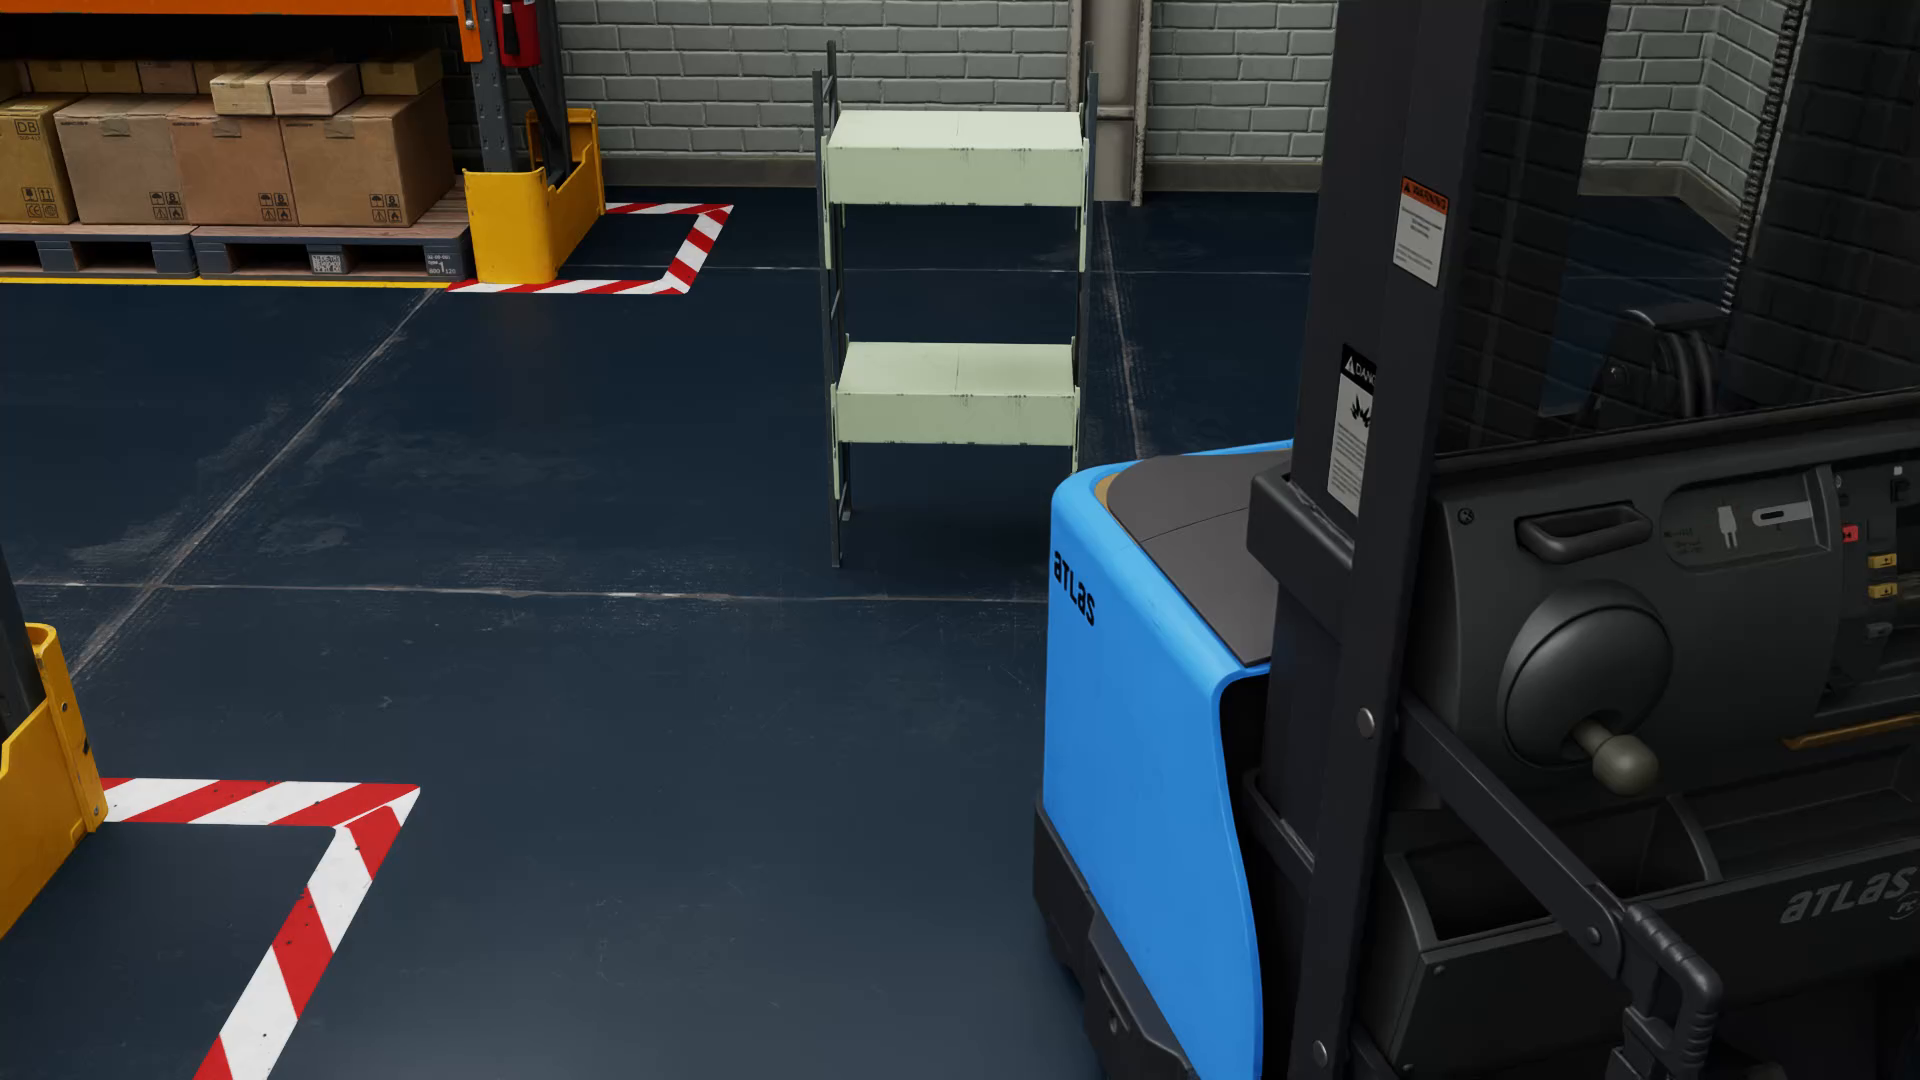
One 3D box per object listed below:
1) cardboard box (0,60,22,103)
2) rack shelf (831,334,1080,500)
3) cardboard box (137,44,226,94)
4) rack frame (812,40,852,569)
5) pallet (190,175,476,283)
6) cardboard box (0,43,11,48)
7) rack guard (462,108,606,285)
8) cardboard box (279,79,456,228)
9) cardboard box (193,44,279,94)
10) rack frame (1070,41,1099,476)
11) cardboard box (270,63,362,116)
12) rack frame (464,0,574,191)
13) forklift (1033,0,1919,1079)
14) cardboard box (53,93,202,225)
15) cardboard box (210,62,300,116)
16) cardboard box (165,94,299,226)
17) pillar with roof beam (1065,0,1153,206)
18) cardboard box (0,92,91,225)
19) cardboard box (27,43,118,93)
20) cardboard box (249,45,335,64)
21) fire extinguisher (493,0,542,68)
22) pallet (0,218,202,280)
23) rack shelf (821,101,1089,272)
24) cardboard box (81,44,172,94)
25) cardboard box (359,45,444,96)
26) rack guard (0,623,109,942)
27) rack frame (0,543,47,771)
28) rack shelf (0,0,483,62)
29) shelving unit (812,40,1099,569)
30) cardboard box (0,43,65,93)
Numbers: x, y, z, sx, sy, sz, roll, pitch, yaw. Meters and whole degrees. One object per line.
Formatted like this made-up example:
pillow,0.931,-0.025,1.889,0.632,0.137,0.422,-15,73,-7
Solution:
cardboard box,-4.391,-2.011,7.368,0.250,0.149,0.380,0,28,0
rack shelf,-0.007,-0.375,5.052,0.720,0.370,0.431,1,28,2
cardboard box,-3.577,-2.177,7.682,0.250,0.149,0.380,1,28,3
rack frame,-0.372,-0.669,4.910,0.023,1.500,0.400,1,28,2
pallet,-2.797,-1.481,7.819,1.213,0.211,1.003,1,28,2
cardboard box,-4.596,-2.194,7.714,0.250,0.149,0.380,0,28,0
rack guard,-1.971,-1.632,7.795,0.348,0.500,1.175,1,28,2
cardboard box,-2.698,-1.783,7.631,0.500,0.500,0.700,1,28,2
cardboard box,-3.322,-2.173,7.675,0.250,0.149,0.380,1,28,2
rack frame,0.359,-0.657,4.888,0.023,1.500,0.400,1,28,2
cardboard box,-2.833,-1.986,7.322,0.250,0.149,0.380,1,28,1
rack frame,-1.995,-2.737,7.210,0.127,3.000,1.000,1,28,2
forklift,1.084,0.109,1.914,1.130,2.935,3.031,-8,29,-15
cardboard box,-3.701,-1.799,7.661,0.500,0.500,0.700,0,28,0
cardboard box,-3.088,-1.990,7.329,0.250,0.149,0.380,2,28,3
cardboard box,-3.198,-1.791,7.646,0.500,0.500,0.700,1,28,2
pillar with roof beam,0.582,-3.733,2.683,0.400,9.000,9.100,1,28,2
cardboard box,-4.234,-1.804,7.672,0.500,0.500,0.700,2,28,3
cardboard box,-4.086,-2.185,7.698,0.250,0.149,0.380,0,28,1
cardboard box,-3.072,-2.169,7.667,0.250,0.149,0.380,1,28,2
fire extinguisher,-1.860,-2.319,6.904,0.183,0.674,0.296,1,28,2
pallet,-4.013,-1.503,7.860,1.213,0.211,1.003,1,28,2
rack shelf,-0.007,-1.008,4.716,0.720,0.370,0.431,1,28,2
cardboard box,-3.833,-2.181,7.690,0.250,0.149,0.380,1,28,2
cardboard box,-2.566,-2.161,7.652,0.250,0.149,0.380,1,28,2
rack guard,-2.242,0.685,3.424,0.348,0.500,1.175,1,28,2
rack frame,-2.166,-0.418,2.836,0.127,3.000,1.000,1,28,2
rack shelf,-3.994,-2.452,7.441,4.000,0.370,1.077,1,28,2
shelving unit,-0.007,-0.663,4.899,0.755,1.500,0.431,1,28,2
cardboard box,-4.344,-2.189,7.705,0.250,0.149,0.380,1,28,2
